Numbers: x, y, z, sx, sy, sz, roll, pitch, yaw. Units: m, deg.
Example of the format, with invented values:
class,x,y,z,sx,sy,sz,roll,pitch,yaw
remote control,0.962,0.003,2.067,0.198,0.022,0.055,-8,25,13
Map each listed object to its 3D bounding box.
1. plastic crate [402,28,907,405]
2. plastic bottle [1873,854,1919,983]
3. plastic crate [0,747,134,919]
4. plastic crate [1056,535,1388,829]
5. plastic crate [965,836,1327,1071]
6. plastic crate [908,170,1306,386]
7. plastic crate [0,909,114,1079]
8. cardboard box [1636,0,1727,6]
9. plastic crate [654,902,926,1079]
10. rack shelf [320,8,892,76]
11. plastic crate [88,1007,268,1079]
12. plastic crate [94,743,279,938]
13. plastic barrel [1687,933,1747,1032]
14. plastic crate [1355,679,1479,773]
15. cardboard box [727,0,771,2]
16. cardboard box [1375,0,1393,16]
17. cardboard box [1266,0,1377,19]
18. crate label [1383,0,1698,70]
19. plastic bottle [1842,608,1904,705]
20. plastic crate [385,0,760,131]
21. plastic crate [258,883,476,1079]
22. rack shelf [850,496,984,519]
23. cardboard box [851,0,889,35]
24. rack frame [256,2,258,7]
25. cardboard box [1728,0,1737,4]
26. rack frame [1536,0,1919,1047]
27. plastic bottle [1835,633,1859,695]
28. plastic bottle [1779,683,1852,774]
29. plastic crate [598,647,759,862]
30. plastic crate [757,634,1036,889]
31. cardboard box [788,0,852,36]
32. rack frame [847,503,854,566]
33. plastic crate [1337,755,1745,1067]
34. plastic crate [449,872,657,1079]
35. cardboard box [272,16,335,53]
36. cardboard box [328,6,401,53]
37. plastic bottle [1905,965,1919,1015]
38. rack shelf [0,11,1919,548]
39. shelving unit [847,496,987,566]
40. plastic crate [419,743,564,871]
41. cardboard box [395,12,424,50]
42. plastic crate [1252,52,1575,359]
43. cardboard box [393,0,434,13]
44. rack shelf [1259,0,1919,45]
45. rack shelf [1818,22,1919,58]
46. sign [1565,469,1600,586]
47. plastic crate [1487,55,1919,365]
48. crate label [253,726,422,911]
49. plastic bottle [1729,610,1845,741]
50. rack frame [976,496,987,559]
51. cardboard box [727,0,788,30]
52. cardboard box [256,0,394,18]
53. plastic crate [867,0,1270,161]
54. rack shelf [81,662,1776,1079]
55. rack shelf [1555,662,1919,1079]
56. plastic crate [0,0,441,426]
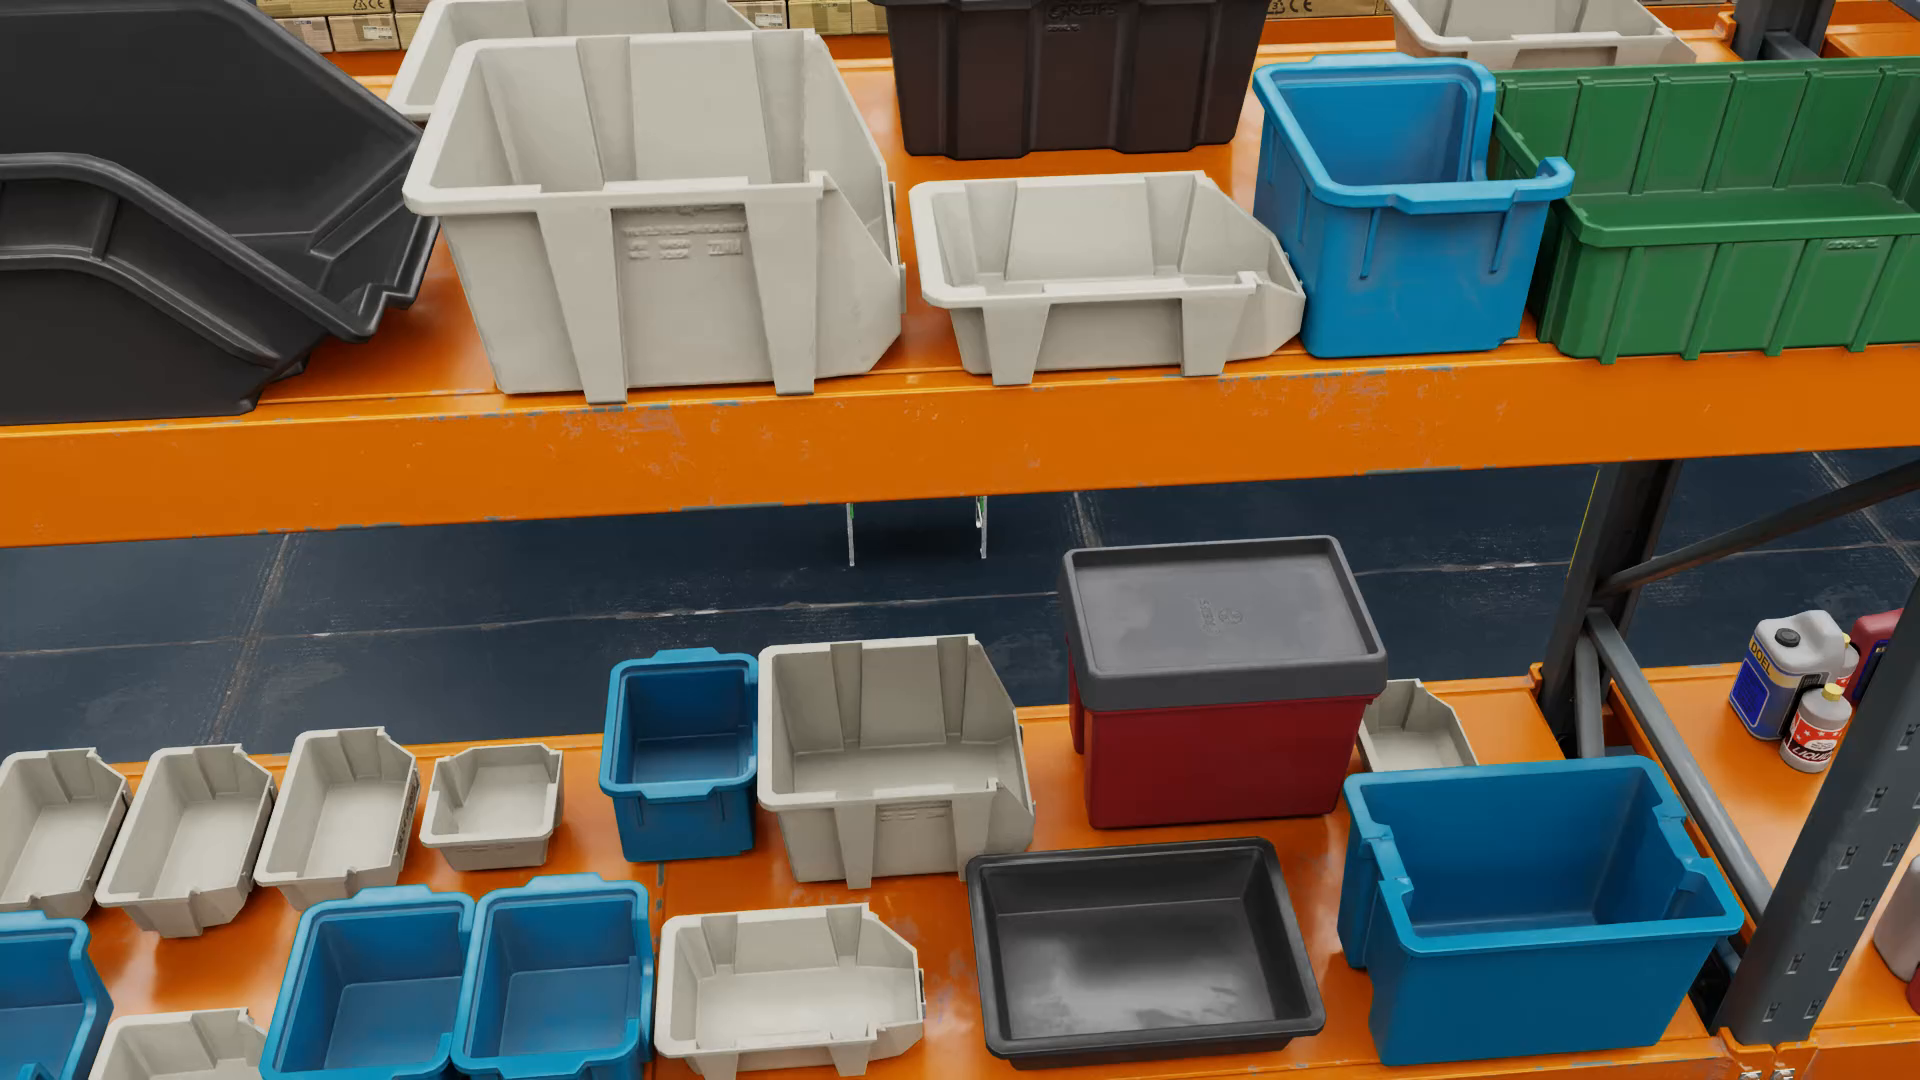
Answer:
class,x,y,z,sx,sy,sz,roll,pitch,yaw
plastic crate,-0.337,-0.389,1.996,0.530,0.282,0.437,-3,38,-4
plastic bottle,1.832,0.651,3.043,0.185,0.351,0.144,-3,38,-4
plastic crate,-1.776,0.597,3.237,0.243,0.136,0.396,-3,38,-4
plastic crate,0.501,0.299,3.349,0.583,0.464,0.402,-3,38,-4
plastic crate,0.321,0.765,3.032,0.590,0.125,0.437,-3,38,-4
plastic crate,0.179,-0.316,2.020,0.466,0.136,0.293,-3,38,-4
plastic crate,-1.641,0.869,2.814,0.300,0.233,0.416,-3,38,-4
cardboard box,2.967,-2.599,7.042,0.500,0.500,0.500,-2,38,-3
plastic crate,-0.296,0.815,2.960,0.466,0.136,0.293,-3,38,-4
rack shelf,-1.019,-2.210,7.210,4.000,0.370,1.077,-3,38,-4
plastic crate,-1.294,0.939,2.803,0.298,0.136,0.250,-3,38,-4
plastic crate,-1.486,0.590,3.246,0.243,0.136,0.396,-3,38,-4
plastic barrel,1.956,1.093,3.798,0.708,0.901,0.600,-3,38,-4
plastic crate,0.936,0.471,3.396,0.243,0.136,0.396,-3,38,-4
cardboard box,-0.971,-2.390,6.739,0.500,0.250,0.500,-4,38,-5
cardboard box,1.955,-2.541,6.968,0.500,0.500,0.500,-3,38,-4
cardboard box,1.454,-2.513,6.932,0.500,0.500,0.500,-3,38,-4
crate label,0.899,-0.772,2.598,0.466,0.136,0.293,-3,38,-4
plastic bottle,2.003,0.238,3.622,0.133,0.283,0.061,-3,38,-4
plastic crate,-0.536,-0.667,2.466,0.530,0.136,0.437,-3,38,-4
plastic crate,-0.985,0.833,2.860,0.300,0.233,0.416,-3,38,-4
rack shelf,-0.165,-0.223,6.055,0.480,0.148,0.258,-3,38,-4
cardboard box,-0.326,-2.228,6.855,0.250,0.149,0.380,-2,38,-3
rack frame,-3.011,-2.383,6.848,0.127,3.000,1.000,-3,38,-4
cardboard box,3.474,-2.627,7.077,0.500,0.500,0.500,-4,38,-5
rack frame,1.412,0.454,3.253,0.127,3.000,1.000,-3,38,-4
plastic bottle,1.889,0.287,3.625,0.097,0.201,0.097,0,38,0
plastic bottle,1.806,0.387,3.499,0.097,0.201,0.097,0,38,0
plastic crate,-0.549,0.444,3.352,0.300,0.233,0.416,-3,38,-4
plastic crate,-0.125,0.447,3.309,0.530,0.282,0.437,-3,38,-4
cardboard box,-0.581,-2.214,6.837,0.250,0.149,0.380,-4,38,-5
rack frame,-0.408,-0.449,5.850,0.015,1.200,0.240,-3,38,-4
plastic crate,0.977,0.672,2.941,0.575,0.384,0.392,-3,38,-4
plastic crate,-0.687,0.816,2.881,0.300,0.233,0.416,-3,38,-4
cardboard box,-2.628,-2.100,6.693,0.250,0.149,0.380,-3,38,-3
cardboard box,-2.372,-2.115,6.712,0.250,0.149,0.380,-4,38,-5
plastic bottle,1.815,0.743,2.981,0.133,0.283,0.061,-3,38,-4
rack shelf,-0.580,-0.332,2.408,4.000,0.370,1.077,-3,38,-4
shelving unit,-0.165,-0.462,5.867,0.503,1.200,0.258,-3,38,-4
plastic crate,-0.917,0.532,3.319,0.250,0.136,0.298,-3,38,-4
cardboard box,-2.117,-2.129,6.730,0.250,0.149,0.380,-4,38,-5
plastic crate,0.534,-0.411,2.063,0.300,0.233,0.416,-3,38,-4
cardboard box,-1.992,-2.333,6.666,0.500,0.250,0.500,-4,38,-5
rack shelf,2.966,-2.430,7.488,4.000,0.370,1.077,-3,38,-4
rack shelf,3.404,-0.551,2.686,4.000,0.370,1.077,-3,38,-4
sign,1.365,0.005,3.598,0.005,0.325,0.100,-3,38,-4
plastic crate,1.017,-0.431,2.124,0.662,0.188,0.450,-3,38,-4
crate label,-1.211,0.559,3.284,0.243,0.136,0.396,-3,38,-4
plastic bottle,1.776,0.281,3.572,0.135,0.276,0.152,-3,38,-4
rack frame,0.078,-0.475,5.884,0.015,1.200,0.240,-3,38,-4
cardboard box,-0.835,-2.201,6.820,0.250,0.149,0.380,-3,38,-3
cardboard box,-2.509,-2.300,6.625,0.500,0.250,0.500,-4,38,-5
plastic crate,0.151,-0.774,2.493,0.590,0.269,0.497,-3,38,-4
rack shelf,-0.580,0.846,3.337,4.000,0.370,1.077,-3,38,-4
rack shelf,3.404,0.626,3.615,4.000,0.370,1.077,-3,38,-4
plastic crate,-1.026,-0.394,1.957,0.767,0.338,0.504,-3,38,-4
